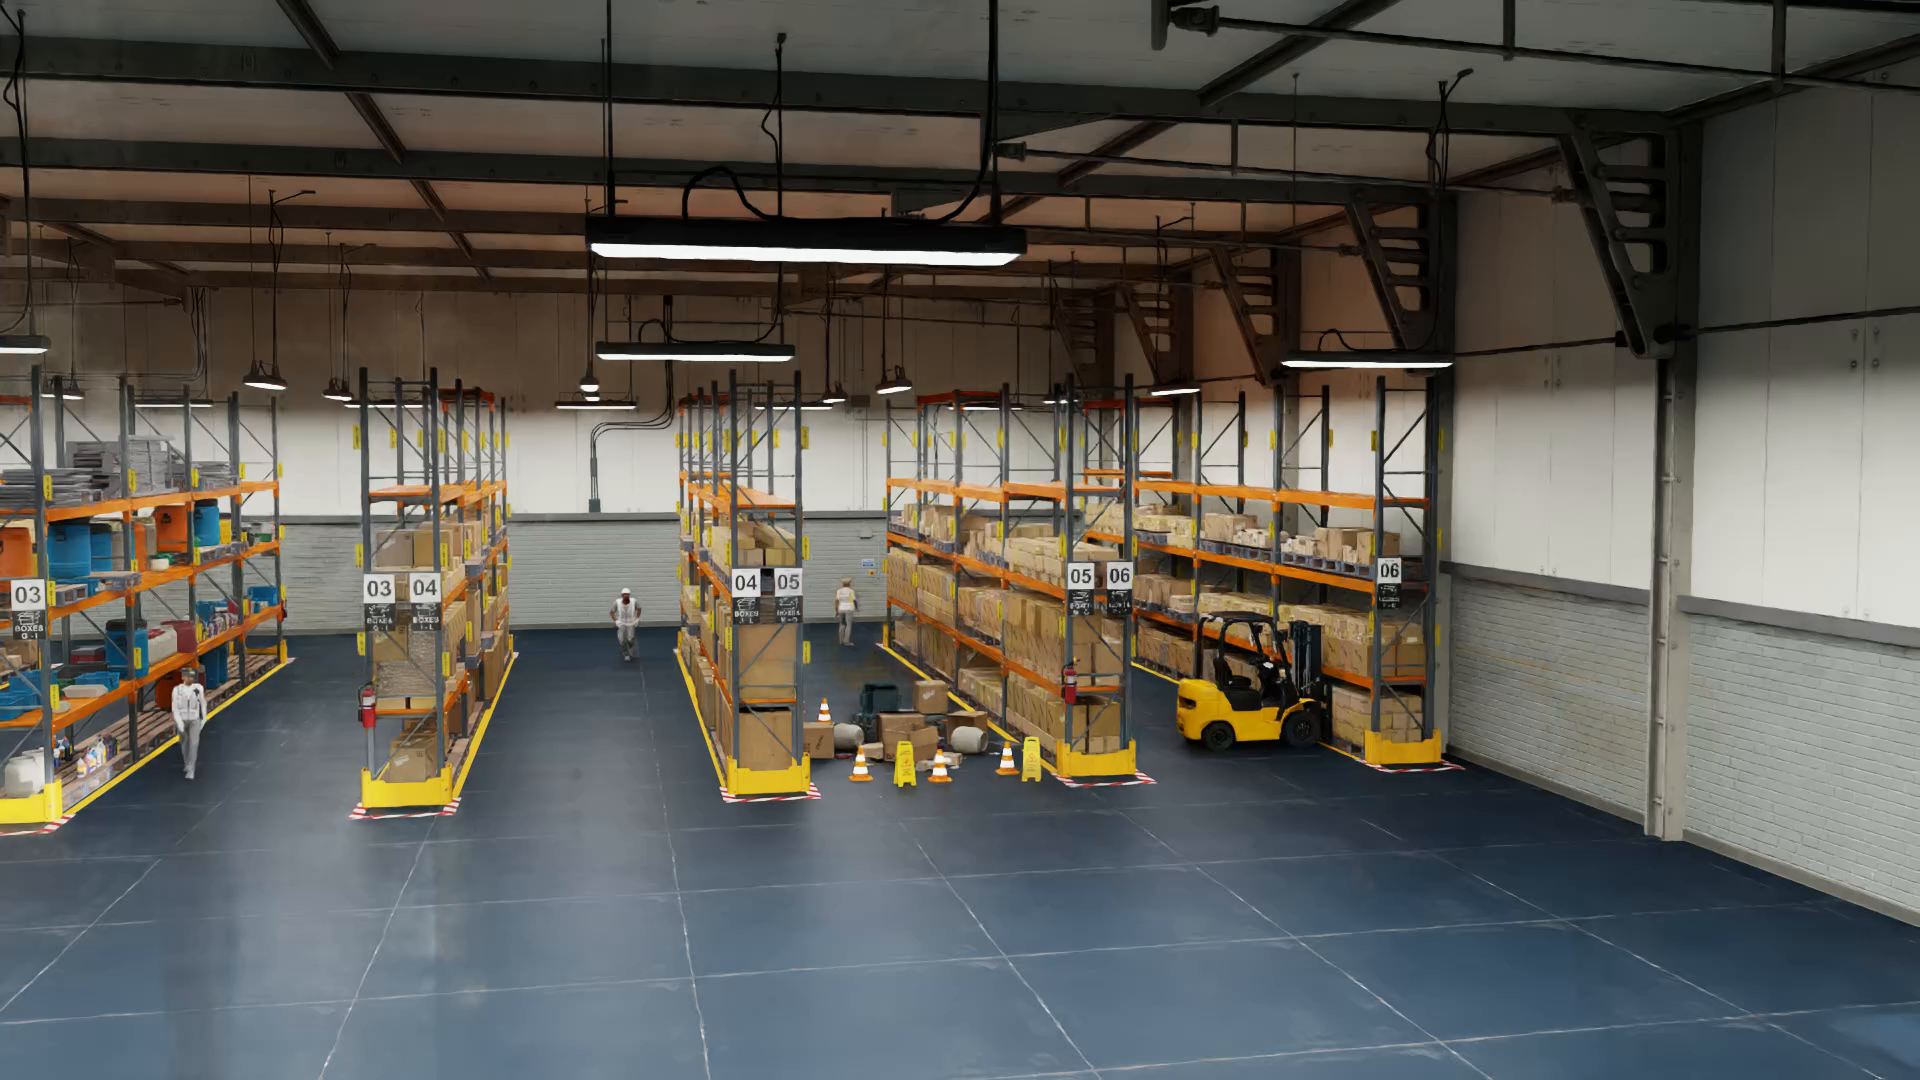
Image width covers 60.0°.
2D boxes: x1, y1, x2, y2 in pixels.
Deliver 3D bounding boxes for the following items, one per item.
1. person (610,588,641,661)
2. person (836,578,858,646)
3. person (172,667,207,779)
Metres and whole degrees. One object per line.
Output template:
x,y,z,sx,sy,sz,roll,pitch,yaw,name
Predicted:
-7.590,1.918,37.762,0.666,1.682,0.650,0,3,-3,person
-2.808,1.753,40.708,0.547,1.651,0.686,1,4,22,person
-11.519,2.699,24.850,0.467,1.616,0.934,-1,4,-22,person
